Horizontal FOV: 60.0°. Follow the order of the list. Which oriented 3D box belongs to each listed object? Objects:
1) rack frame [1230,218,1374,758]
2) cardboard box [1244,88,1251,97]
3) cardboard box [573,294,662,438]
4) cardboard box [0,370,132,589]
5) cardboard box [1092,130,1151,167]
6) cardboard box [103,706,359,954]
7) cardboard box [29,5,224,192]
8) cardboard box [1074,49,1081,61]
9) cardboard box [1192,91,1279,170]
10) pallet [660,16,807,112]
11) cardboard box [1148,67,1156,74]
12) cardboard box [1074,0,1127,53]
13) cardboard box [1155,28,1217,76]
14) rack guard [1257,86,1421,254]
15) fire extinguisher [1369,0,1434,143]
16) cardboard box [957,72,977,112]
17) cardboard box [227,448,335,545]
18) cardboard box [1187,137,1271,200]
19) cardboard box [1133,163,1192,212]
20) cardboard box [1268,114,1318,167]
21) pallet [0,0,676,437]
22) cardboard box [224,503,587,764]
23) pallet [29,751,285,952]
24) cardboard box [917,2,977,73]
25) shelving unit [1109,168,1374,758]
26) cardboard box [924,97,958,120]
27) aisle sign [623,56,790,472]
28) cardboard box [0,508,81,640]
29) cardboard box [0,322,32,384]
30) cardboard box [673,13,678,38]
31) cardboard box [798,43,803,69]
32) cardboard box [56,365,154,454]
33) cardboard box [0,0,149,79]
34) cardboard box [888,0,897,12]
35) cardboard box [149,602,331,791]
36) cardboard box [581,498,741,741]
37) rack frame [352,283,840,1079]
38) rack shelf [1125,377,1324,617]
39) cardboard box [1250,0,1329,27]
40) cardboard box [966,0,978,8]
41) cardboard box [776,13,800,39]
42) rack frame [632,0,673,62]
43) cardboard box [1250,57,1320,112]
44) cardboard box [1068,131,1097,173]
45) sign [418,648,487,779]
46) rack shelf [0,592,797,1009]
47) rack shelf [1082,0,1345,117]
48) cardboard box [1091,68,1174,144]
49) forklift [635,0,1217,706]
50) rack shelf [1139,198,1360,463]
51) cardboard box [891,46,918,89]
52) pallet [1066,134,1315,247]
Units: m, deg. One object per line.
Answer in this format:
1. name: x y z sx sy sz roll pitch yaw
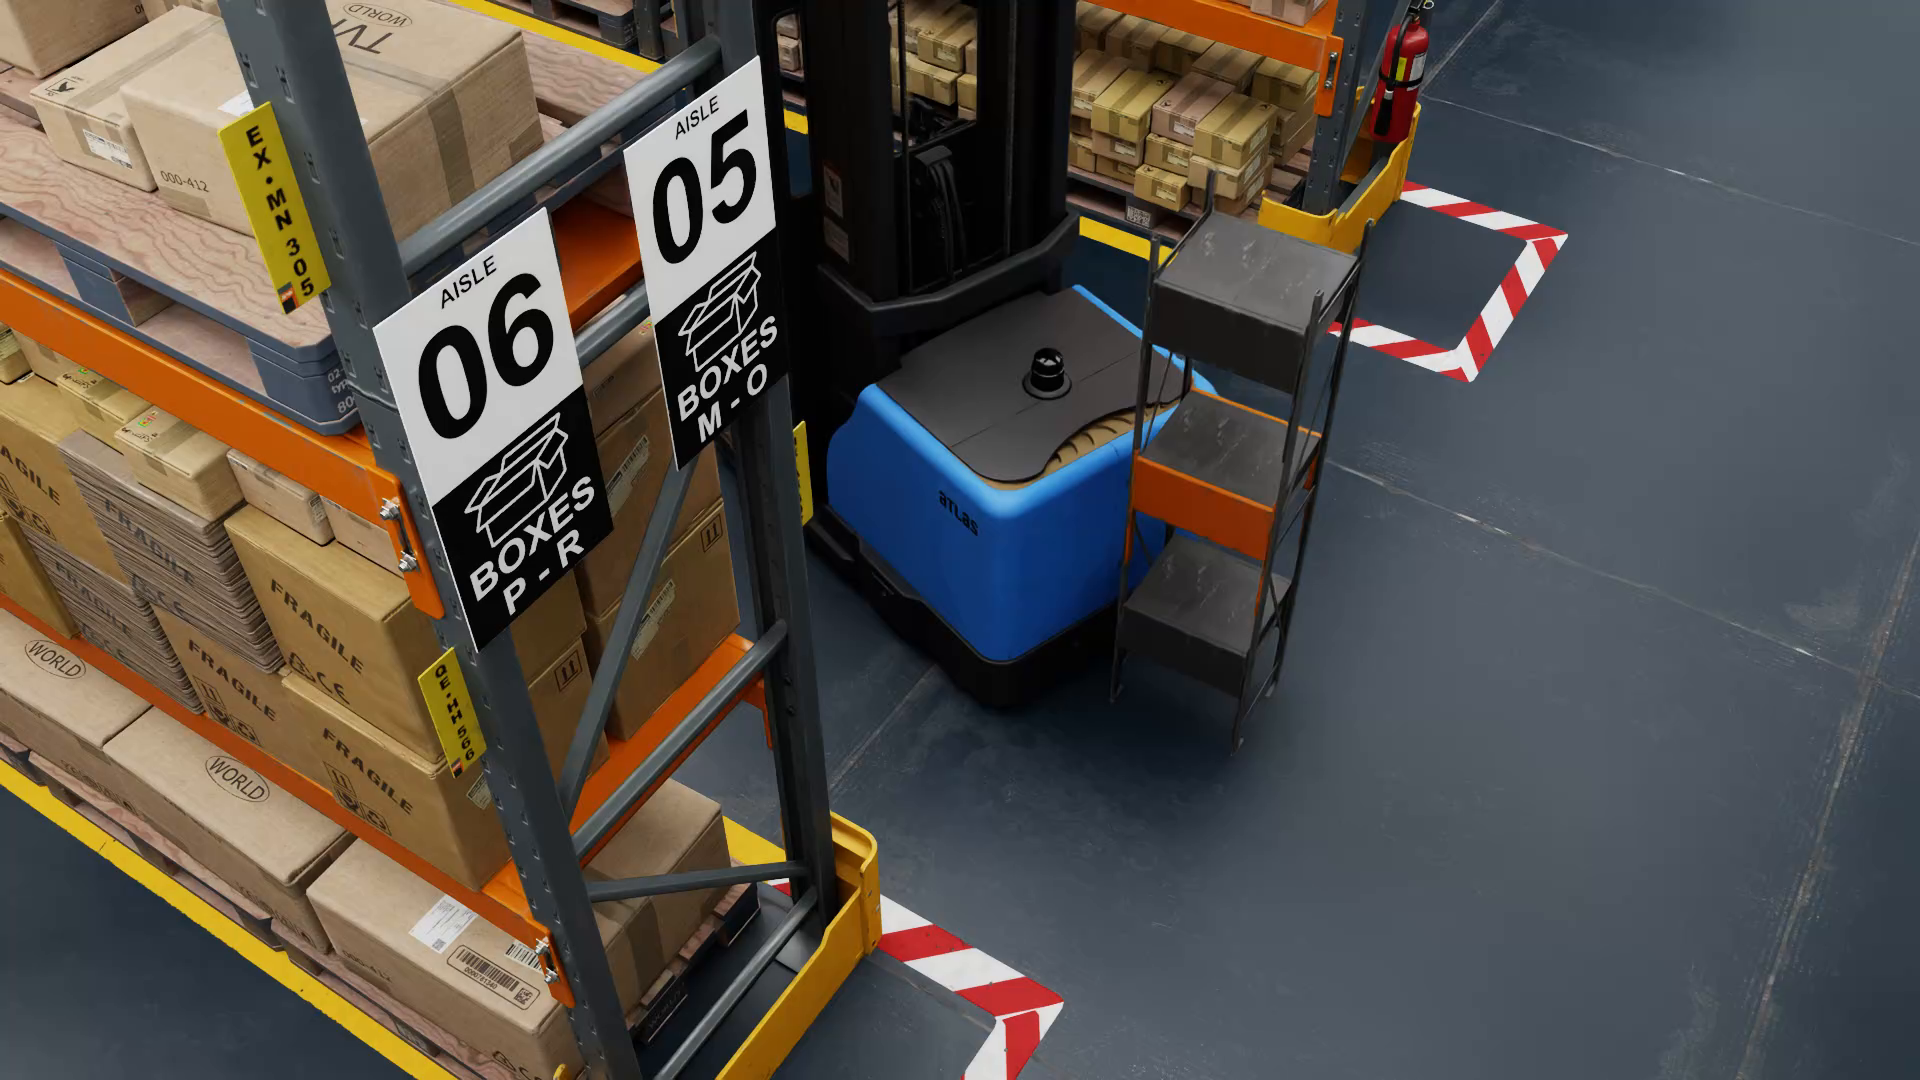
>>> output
1. rack frame: 1.070 -0.062 5.339 0.015 2.100 0.400 23 51 21
2. cardboard box: 1.374 -2.268 8.350 0.250 0.149 0.380 24 51 22
3. cardboard box: -0.861 -0.400 3.828 0.250 0.149 0.380 26 51 23
4. cardboard box: -2.116 -0.290 4.174 0.500 0.500 0.500 24 51 22
5. cardboard box: 0.839 -2.002 8.092 0.250 0.149 0.380 23 50 21
6. cardboard box: -2.096 0.716 5.456 0.875 0.438 0.875 26 51 23
7. cardboard box: -1.535 -0.859 3.214 0.250 0.149 0.380 21 49 19
8. cardboard box: 0.387 -2.290 8.164 0.250 0.149 0.380 27 51 23
9. cardboard box: 1.294 -1.926 7.810 0.250 0.149 0.380 25 51 23
10. pallet: -0.907 -2.852 9.374 1.213 0.211 1.003 25 51 22
11. cardboard box: 0.962 -2.474 8.550 0.250 0.149 0.380 26 51 23
12. cardboard box: 0.697 -2.650 8.514 0.250 0.149 0.380 27 51 24
13. cardboard box: 1.179 -2.491 8.359 0.250 0.149 0.380 25 51 22
14. rack guard: 1.812 -1.672 8.026 0.348 0.500 1.175 25 51 22
15. fire extinguisher: 1.839 -1.980 6.897 0.183 0.674 0.296 25 51 22
16. cardboard box: 0.191 -2.305 8.386 0.250 0.149 0.380 27 52 24
17. cardboard box: -1.348 -0.197 3.631 0.250 0.149 0.380 26 51 23
18. cardboard box: 1.278 -1.802 7.897 0.250 0.149 0.380 23 50 21
19. cardboard box: 1.049 -1.783 8.086 0.250 0.149 0.380 26 51 23
20. cardboard box: 1.608 -2.062 8.358 0.250 0.149 0.380 26 51 23
21. pallet: -1.341 -0.782 3.388 1.213 0.211 1.003 25 51 22
22. cardboard box: -1.246 0.088 3.806 0.500 0.500 0.500 26 51 23
23. pallet: -2.449 0.750 5.874 1.213 0.211 1.003 25 51 22
24. cardboard box: -0.011 -2.543 8.410 0.250 0.149 0.380 25 51 22
25. shelving unit: 0.861 -0.151 5.427 0.503 2.100 0.431 23 51 21
26. cardboard box: 0.019 -2.347 8.634 0.250 0.149 0.380 26 51 23
27. aisle sign: -0.494 -0.539 3.370 0.004 0.787 0.394 25 51 22
28. cardboard box: -2.554 -0.137 4.722 0.500 0.500 0.500 26 51 23
29. cardboard box: -2.225 -0.575 3.998 0.250 0.149 0.380 26 51 23
30. cardboard box: -1.358 -2.880 9.152 0.250 0.149 0.380 23 50 20
31. cardboard box: -0.656 -2.644 8.923 0.250 0.149 0.380 24 50 21
32. cardboard box: -1.801 -0.369 3.798 0.250 0.149 0.380 26 51 23
33. cardboard box: -1.944 -1.291 3.521 0.500 0.311 0.500 26 51 23
34. cardboard box: -0.471 -2.718 8.580 0.250 0.149 0.380 26 51 23
35. cardboard box: -1.674 0.249 4.347 0.500 0.500 0.500 24 50 21
36. cardboard box: -0.960 0.120 4.472 0.500 0.500 0.500 24 51 22
37. rack frame: -0.711 0.514 4.159 0.127 3.000 1.000 25 51 22
38. rack shelf: 0.861 -0.142 5.437 0.480 0.518 0.431 23 51 21
39. cardboard box: 1.449 -2.382 7.148 0.250 0.149 0.380 25 51 22
40. cardboard box: 0.237 -2.819 8.678 0.250 0.149 0.380 25 51 22
41. cardboard box: -0.873 -2.869 8.934 0.250 0.149 0.380 24 51 22
42. rack frame: -1.491 -4.062 8.606 0.127 3.000 1.000 25 51 22
43. cardboard box: 1.618 -2.282 8.156 0.250 0.149 0.380 23 50 20
44. cardboard box: 0.658 -2.025 8.321 0.250 0.149 0.380 25 51 22
45. sign: -1.016 0.350 3.346 0.005 0.325 0.100 25 51 22
46. rack shelf: -2.395 -0.010 5.170 4.000 0.370 1.077 25 51 22
47. rack shelf: 0.193 -3.037 8.111 4.000 0.370 1.077 25 51 22
48. cardboard box: 0.827 -2.081 7.961 0.250 0.149 0.380 24 50 21
49. forklift: -0.378 -1.424 6.090 1.130 2.935 3.031 -29 52 -25
50. rack shelf: 0.854 -0.622 4.927 0.480 0.518 0.431 23 51 21
51. cardboard box: -0.250 -2.506 8.581 0.250 0.149 0.380 24 51 22
52. pallet: 1.147 -1.907 8.456 1.213 0.211 1.003 25 51 22
